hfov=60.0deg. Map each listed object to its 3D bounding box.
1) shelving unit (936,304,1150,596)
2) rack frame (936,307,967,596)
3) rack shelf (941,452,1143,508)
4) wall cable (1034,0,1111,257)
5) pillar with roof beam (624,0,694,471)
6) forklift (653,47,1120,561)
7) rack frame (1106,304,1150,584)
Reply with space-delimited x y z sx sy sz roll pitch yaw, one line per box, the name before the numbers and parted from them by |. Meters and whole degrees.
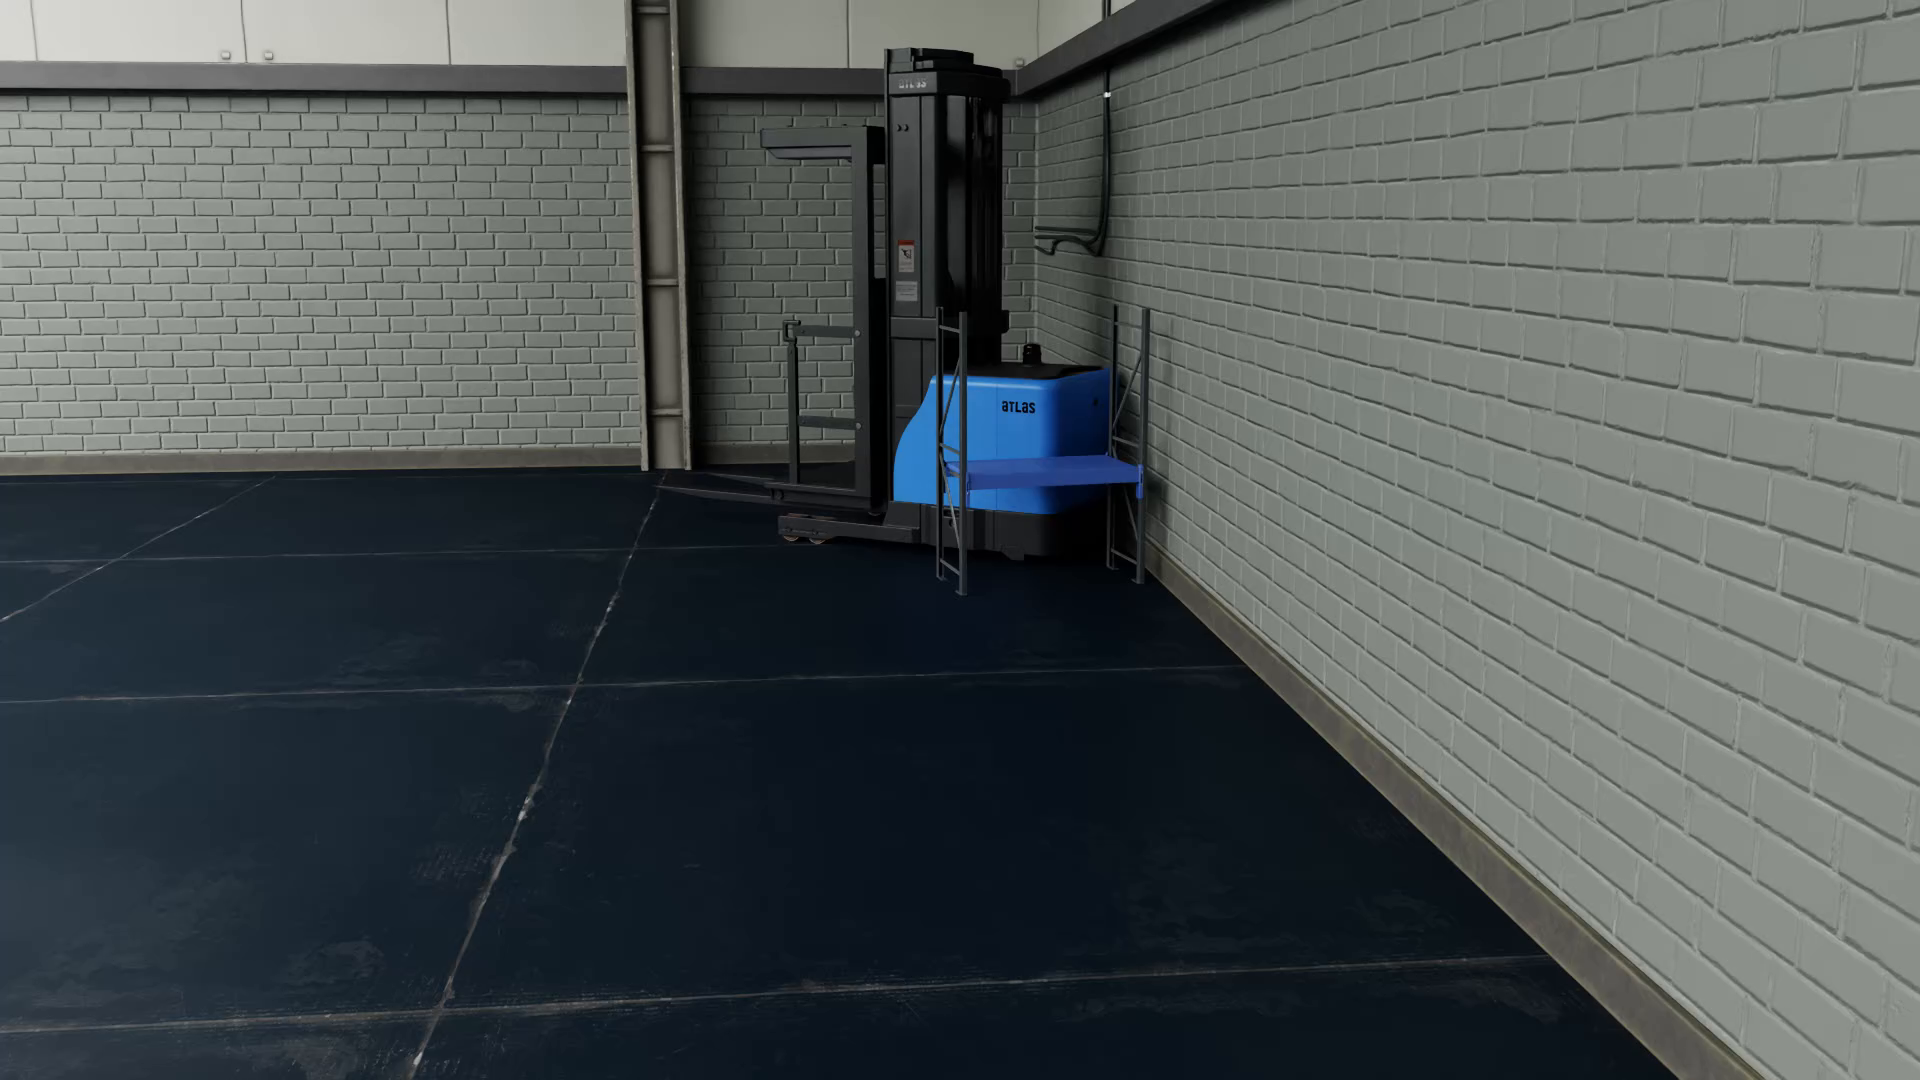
shelving unit | 0.441 -0.511 9.082 1.048 1.500 0.538 -3 12 -16
rack frame | -0.047 -0.484 8.942 0.032 1.500 0.500 -3 12 -16
rack shelf | 0.441 -0.335 9.116 1.000 0.185 0.538 -3 12 -16
wall cable | 0.731 -3.283 11.791 0.112 2.526 3.097 -1 11 -6
pillar with roof beam | -1.876 -4.174 8.270 0.400 9.000 9.100 -1 11 -6
forklift | -0.552 -1.496 10.379 3.031 2.935 1.130 6 13 28
rack frame | 0.929 -0.539 9.221 0.032 1.500 0.500 -3 12 -16
